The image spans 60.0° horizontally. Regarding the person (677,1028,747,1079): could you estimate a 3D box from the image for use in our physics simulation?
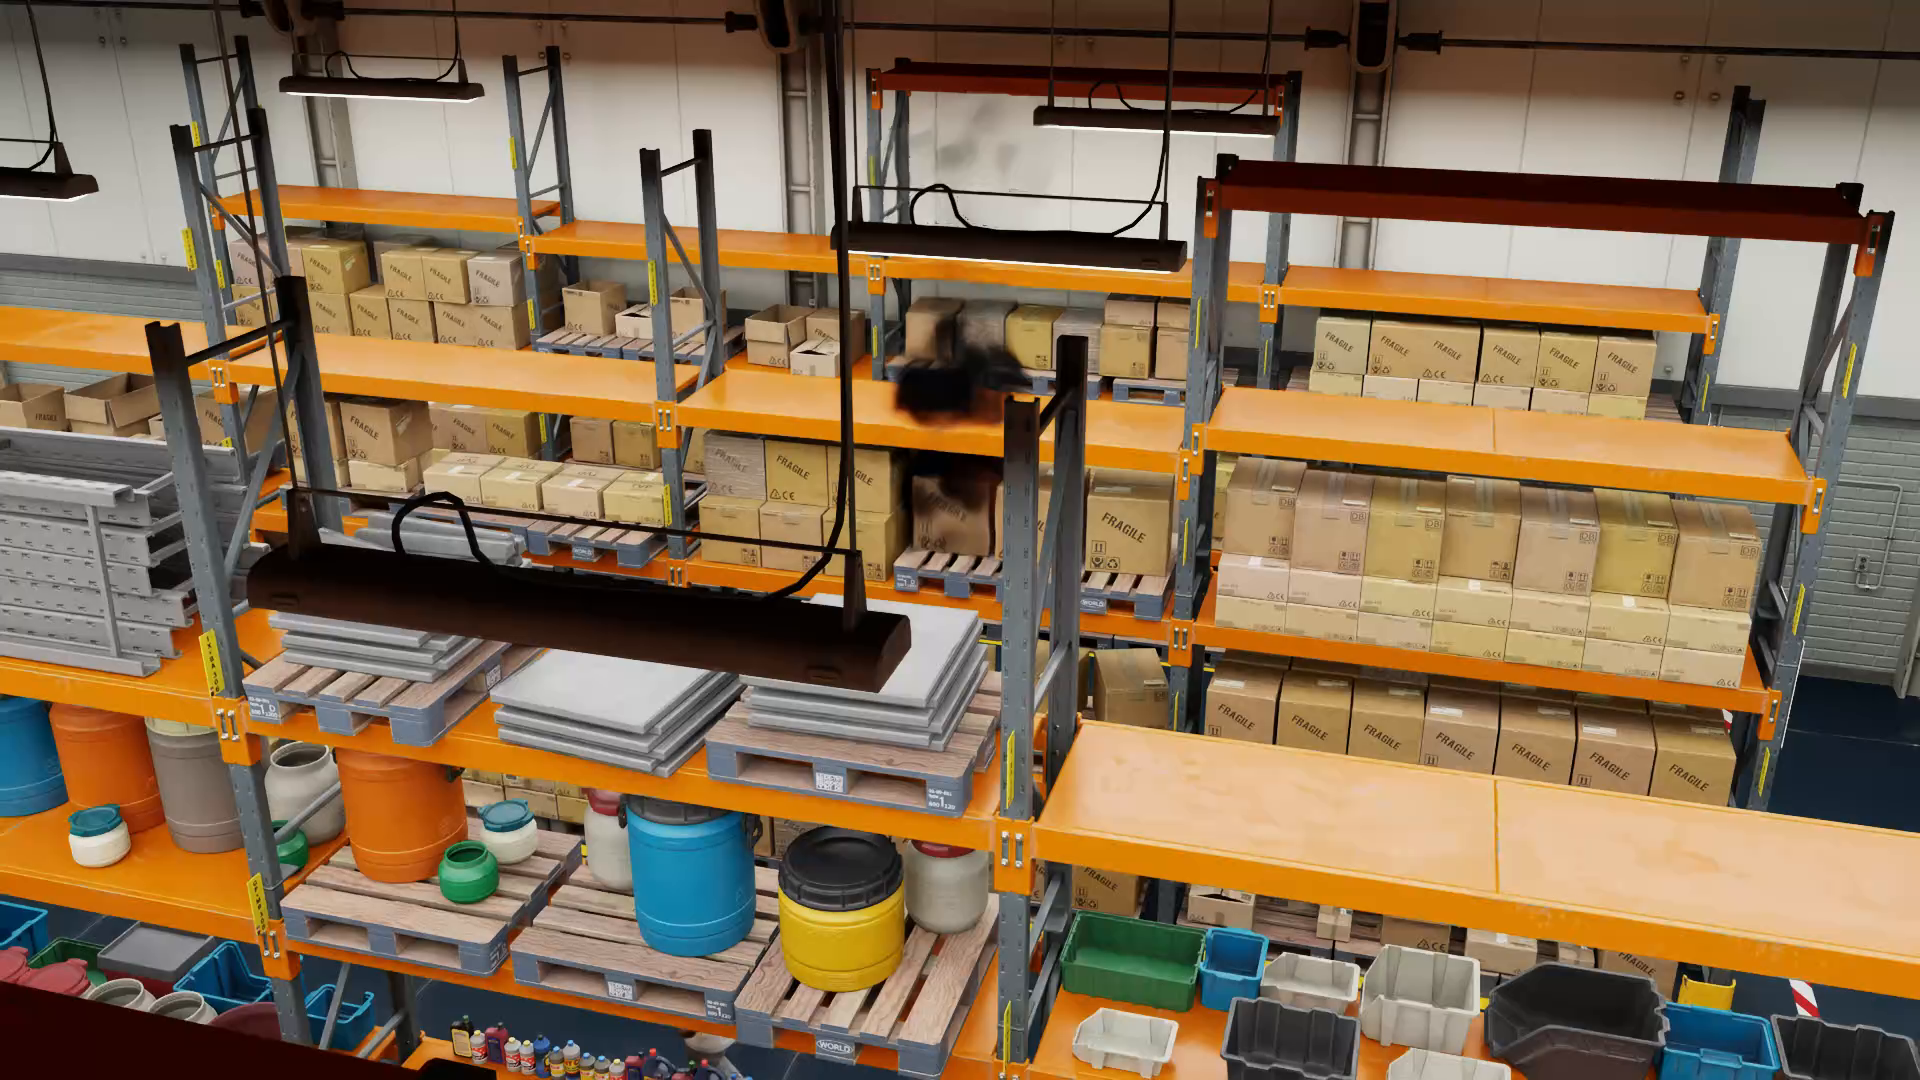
[{"bbox_3d":[-1.626,3.189,10.849,0.568,1.720,0.695,12,25,26],"label":"person"}]
